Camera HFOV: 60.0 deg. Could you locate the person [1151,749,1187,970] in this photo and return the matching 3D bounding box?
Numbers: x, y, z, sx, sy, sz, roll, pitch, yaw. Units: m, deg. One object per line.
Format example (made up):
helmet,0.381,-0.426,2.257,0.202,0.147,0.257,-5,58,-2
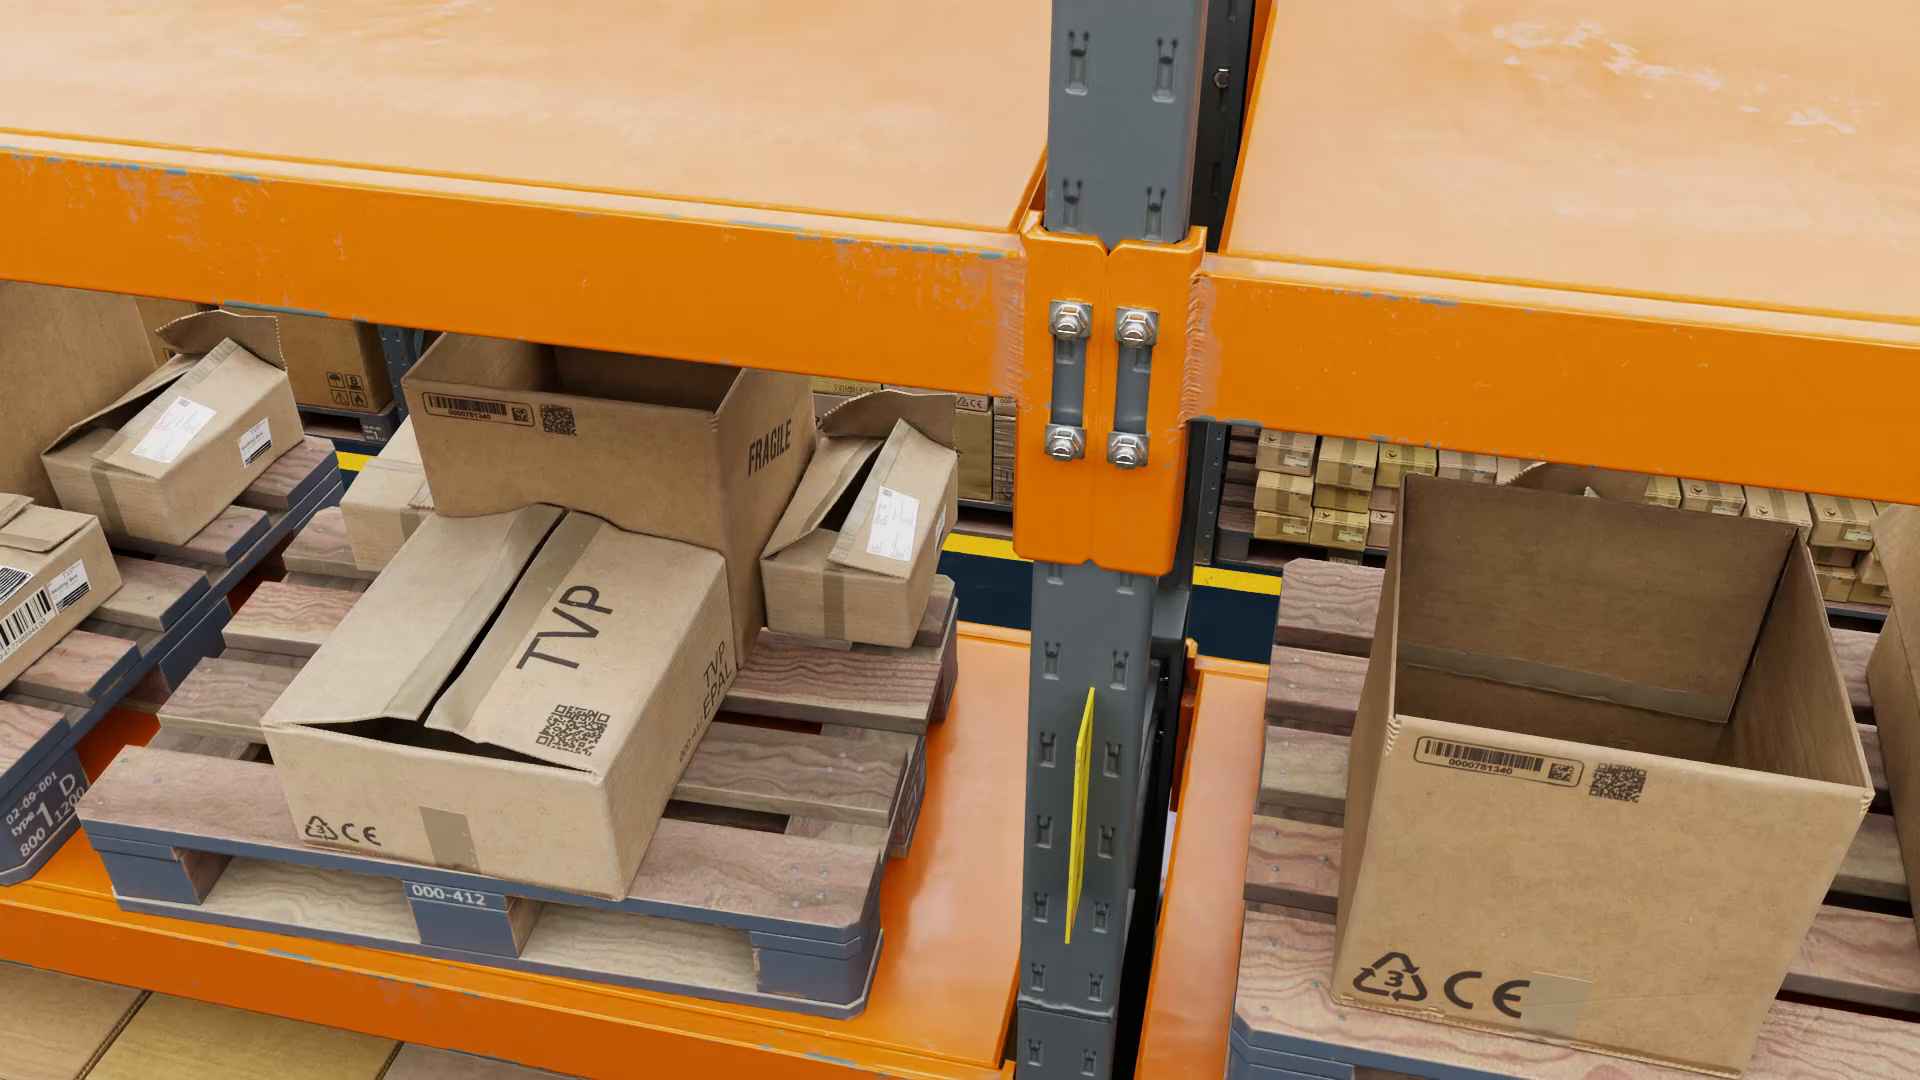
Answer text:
person,0.603,1.207,5.690,0.496,0.880,0.895,6,37,8
